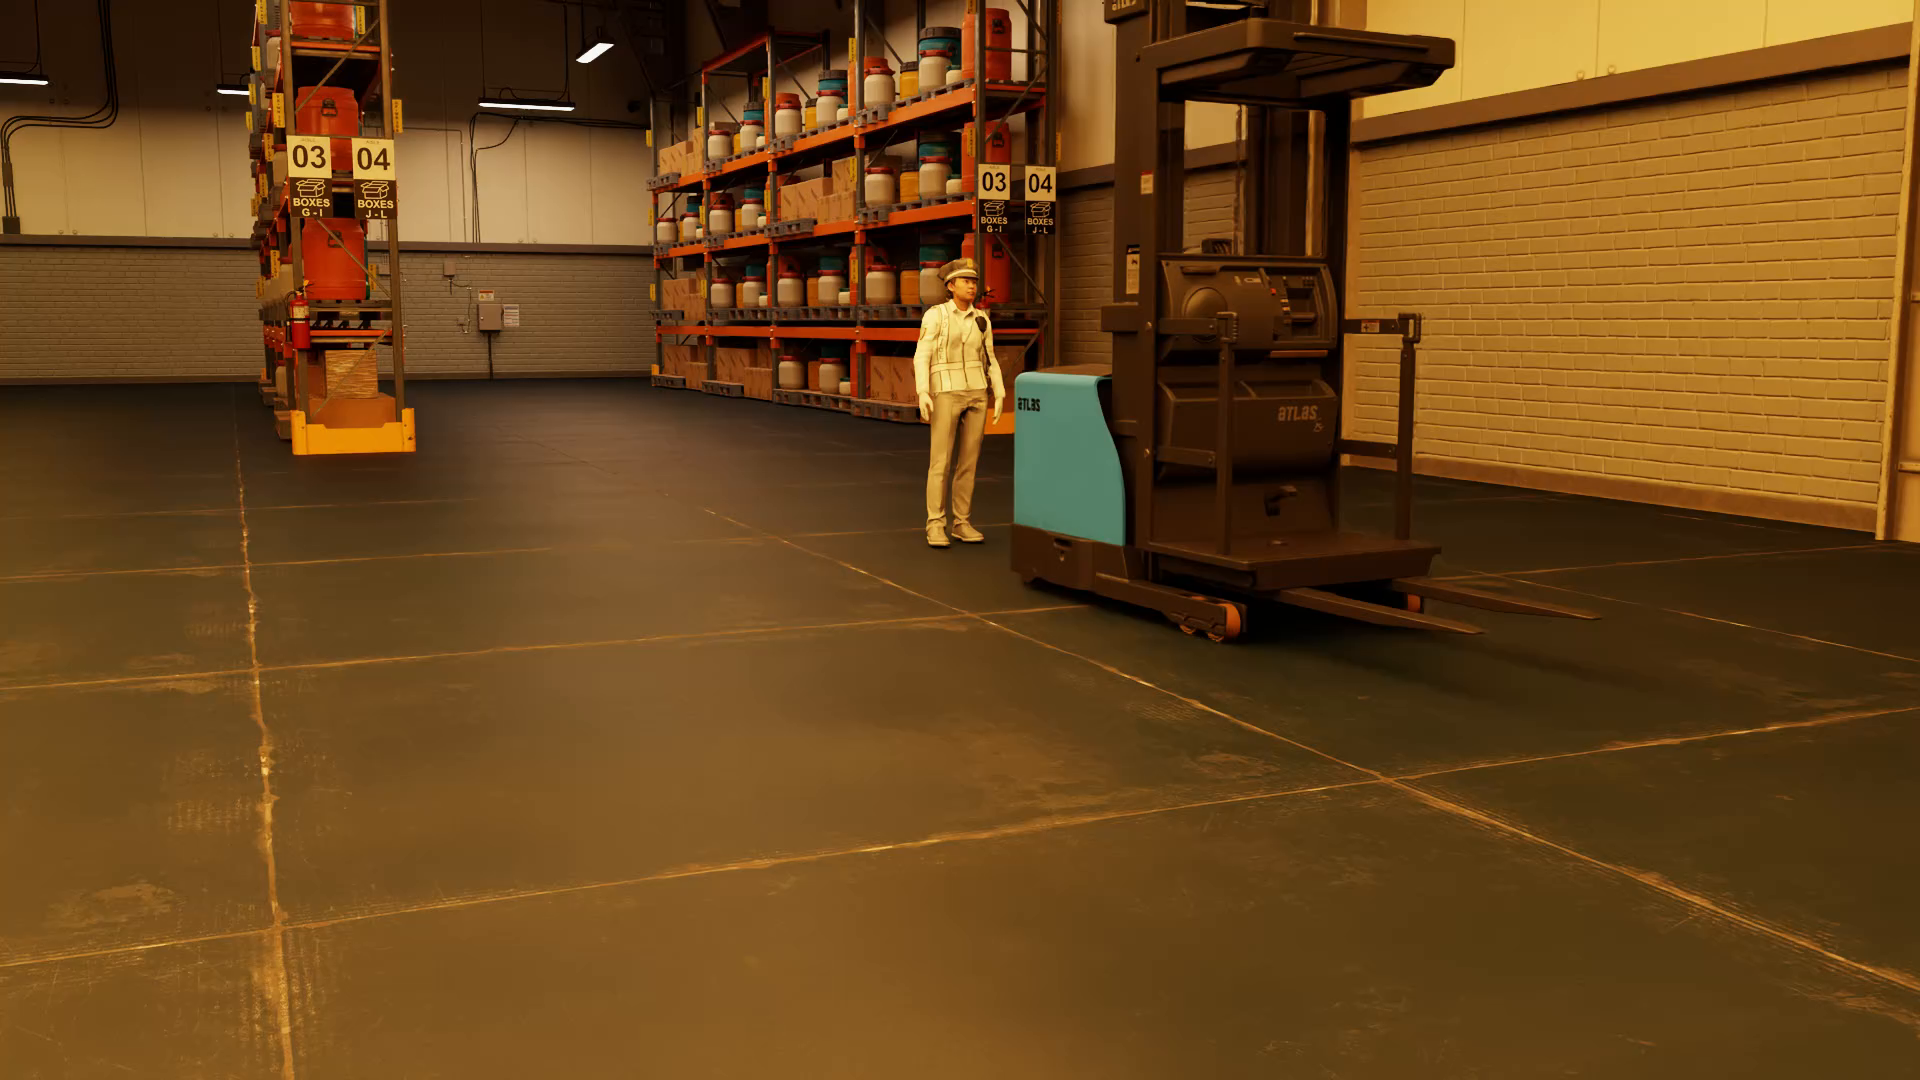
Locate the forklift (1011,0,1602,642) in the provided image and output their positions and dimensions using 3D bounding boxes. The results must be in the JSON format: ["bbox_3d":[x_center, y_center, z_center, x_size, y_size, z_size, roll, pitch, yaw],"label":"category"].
[{"bbox_3d":[1.402,-1.095,7.245,1.130,2.935,3.031,-4,9,-28],"label":"forklift"}]

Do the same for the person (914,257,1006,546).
[{"bbox_3d":[0.021,-0.839,9.979,0.588,1.696,0.533,-3,8,-23],"label":"person"}]
